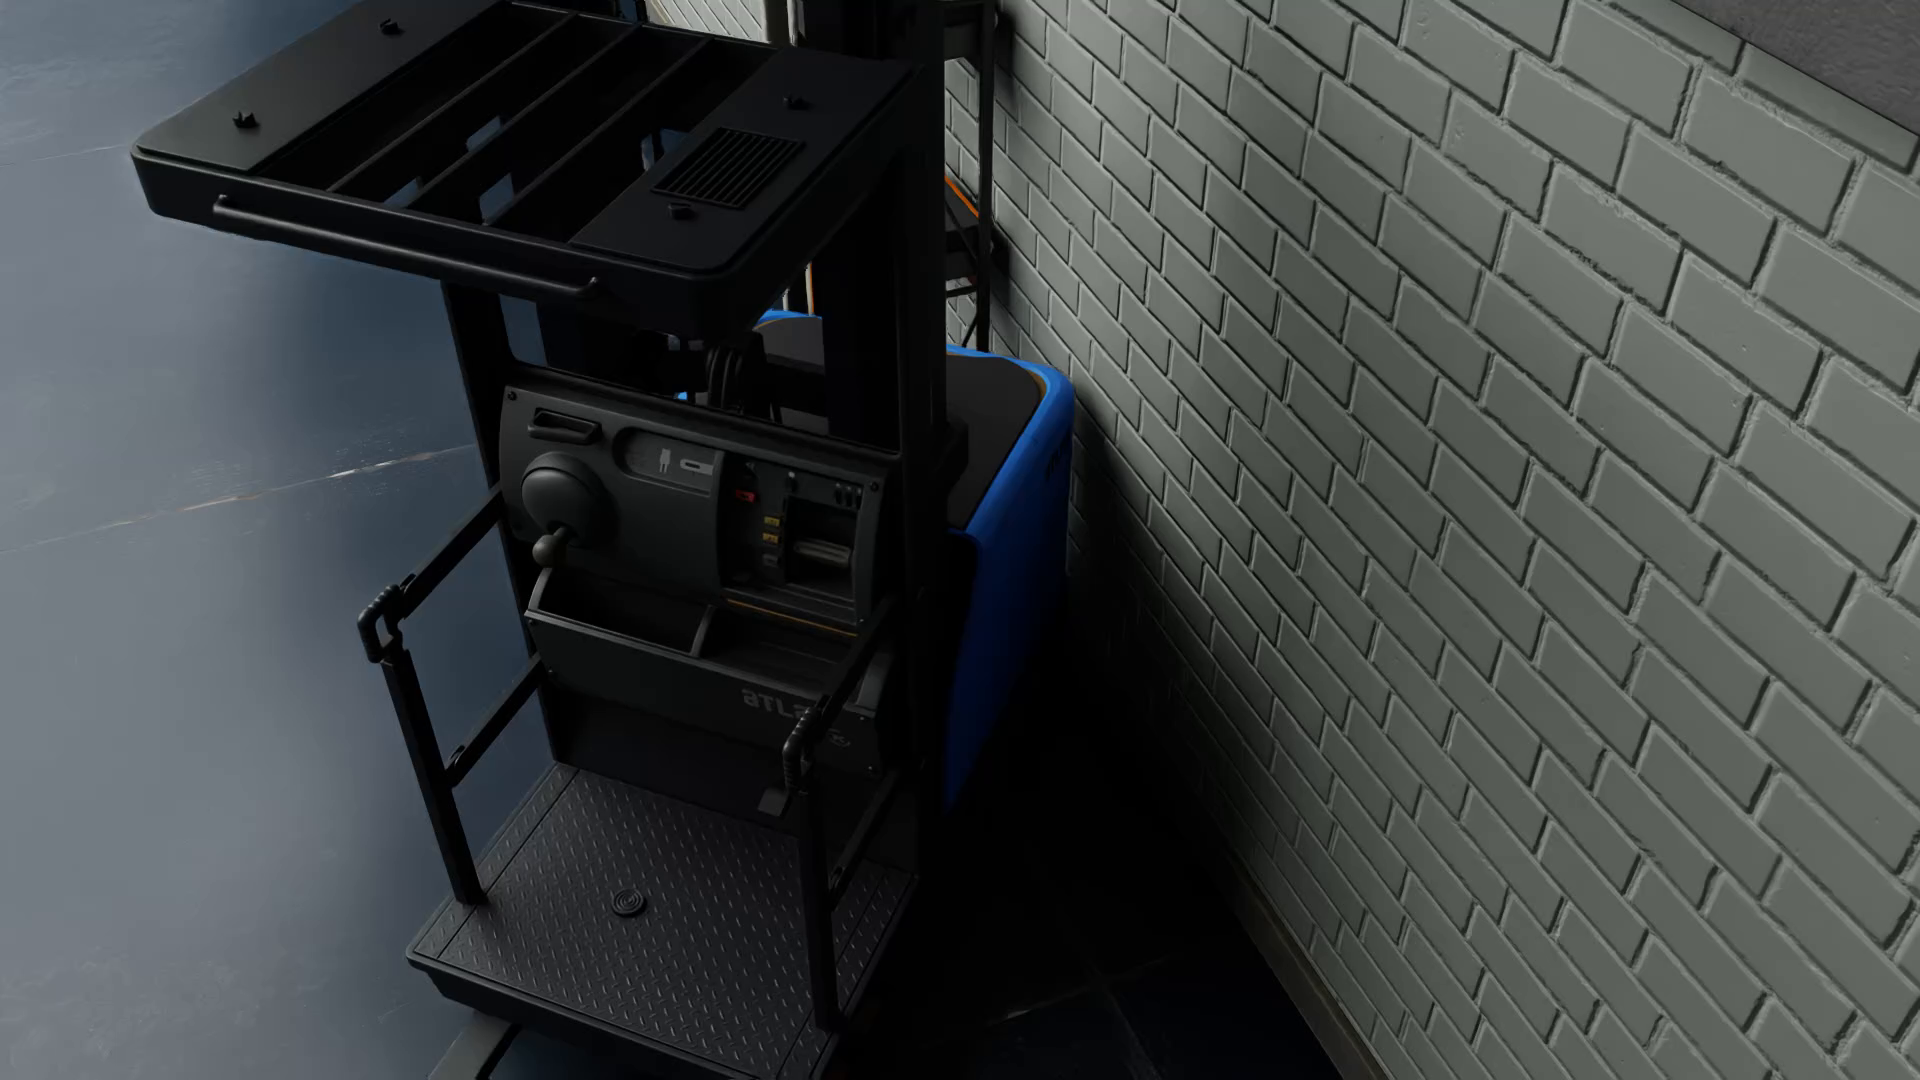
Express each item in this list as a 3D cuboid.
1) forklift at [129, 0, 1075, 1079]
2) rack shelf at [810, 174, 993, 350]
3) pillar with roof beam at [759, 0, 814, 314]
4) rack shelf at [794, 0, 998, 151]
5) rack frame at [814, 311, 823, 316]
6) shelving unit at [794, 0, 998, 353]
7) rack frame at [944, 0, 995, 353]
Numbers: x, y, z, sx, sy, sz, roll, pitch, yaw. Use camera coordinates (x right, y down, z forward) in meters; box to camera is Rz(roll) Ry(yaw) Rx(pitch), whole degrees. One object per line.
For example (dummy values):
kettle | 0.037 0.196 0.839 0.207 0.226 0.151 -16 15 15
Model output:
forklift | -0.675 0.007 3.494 1.130 2.935 3.031 14 43 16
rack shelf | -0.193 -0.852 5.149 0.431 0.518 0.480 -16 43 -18
pillar with roof beam | -4.456 -3.056 2.402 9.100 9.000 0.400 -15 43 -17
rack shelf | -0.190 -1.382 4.692 0.431 0.518 0.480 -16 43 -18
rack frame | -0.290 -1.009 5.309 0.400 2.100 0.015 -16 43 -18
shelving unit | -0.193 -0.862 5.140 0.431 2.100 0.503 -16 43 -18
rack frame | -0.096 -0.716 4.970 0.400 2.100 0.015 -16 43 -18
